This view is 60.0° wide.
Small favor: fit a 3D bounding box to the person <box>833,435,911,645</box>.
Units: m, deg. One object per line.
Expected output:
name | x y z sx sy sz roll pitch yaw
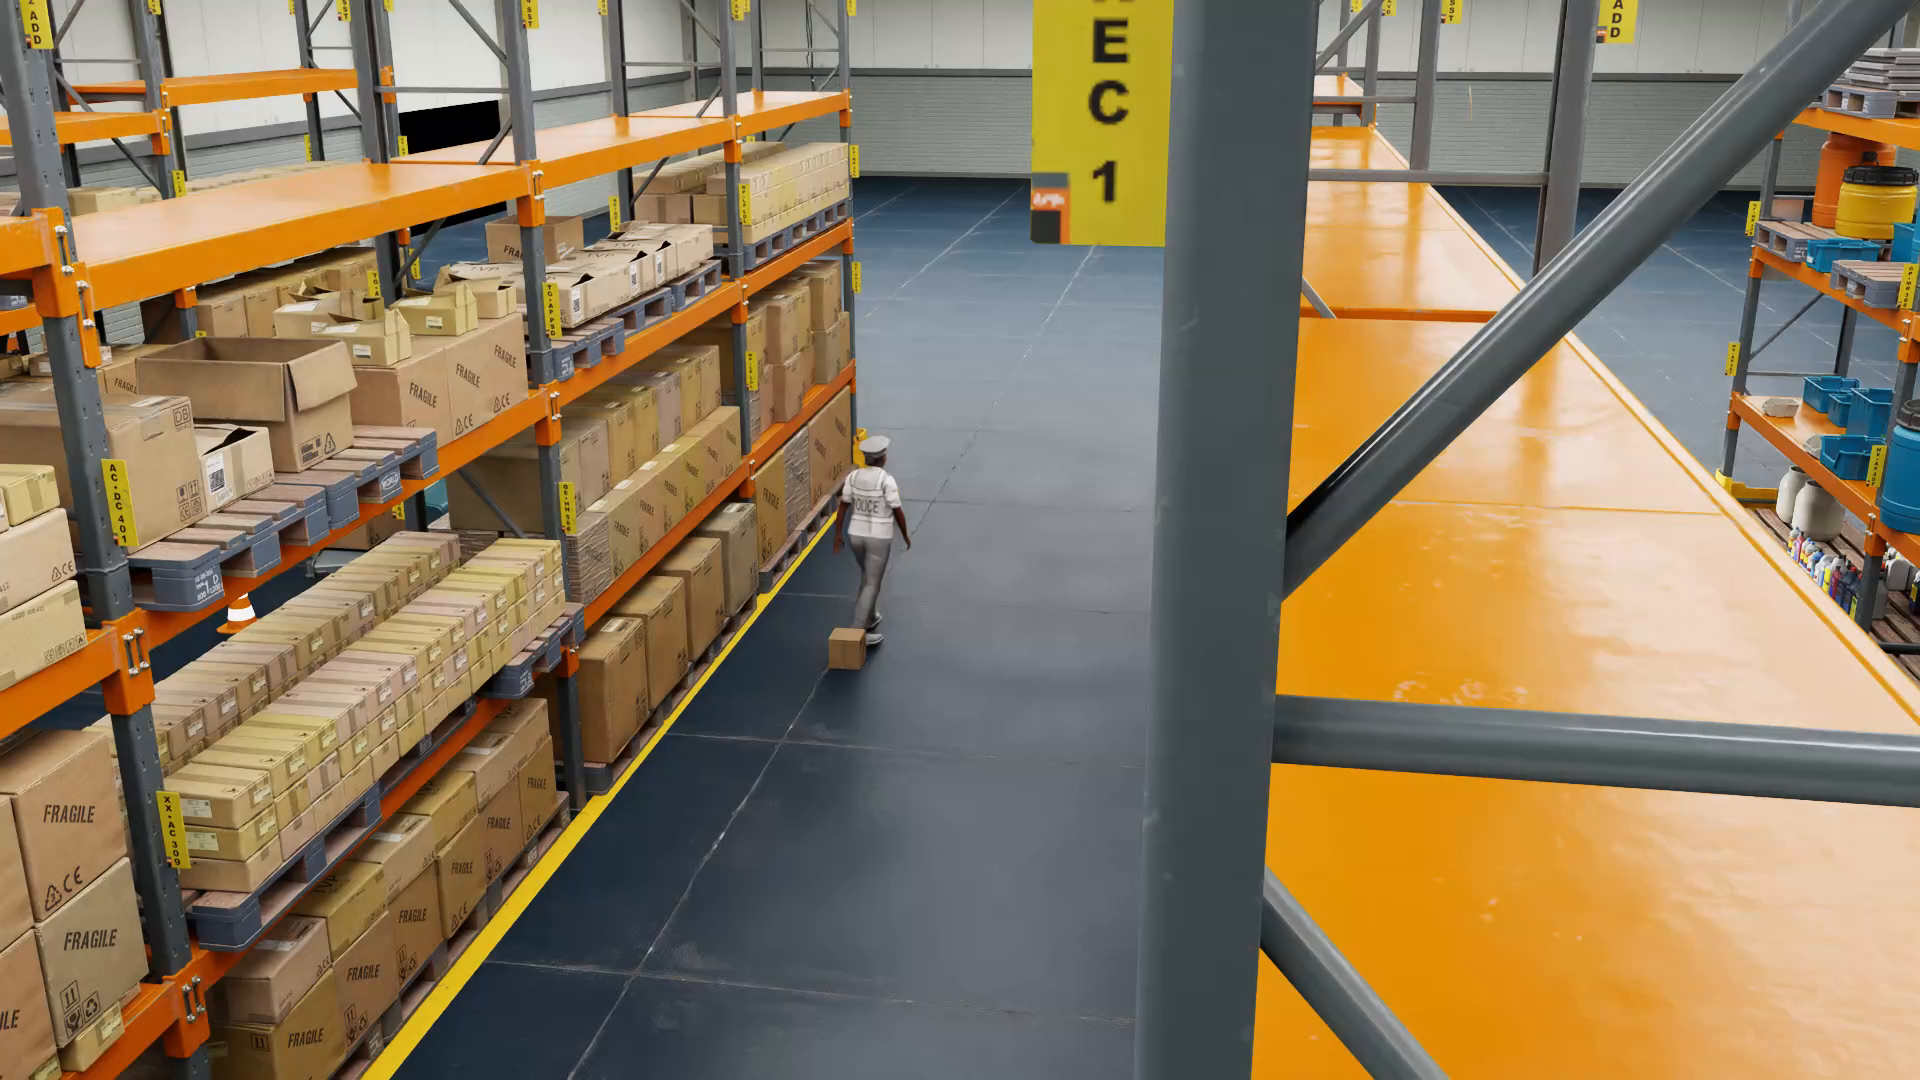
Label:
person | -0.748 -0.006 13.487 0.570 1.645 0.694 12 21 32
